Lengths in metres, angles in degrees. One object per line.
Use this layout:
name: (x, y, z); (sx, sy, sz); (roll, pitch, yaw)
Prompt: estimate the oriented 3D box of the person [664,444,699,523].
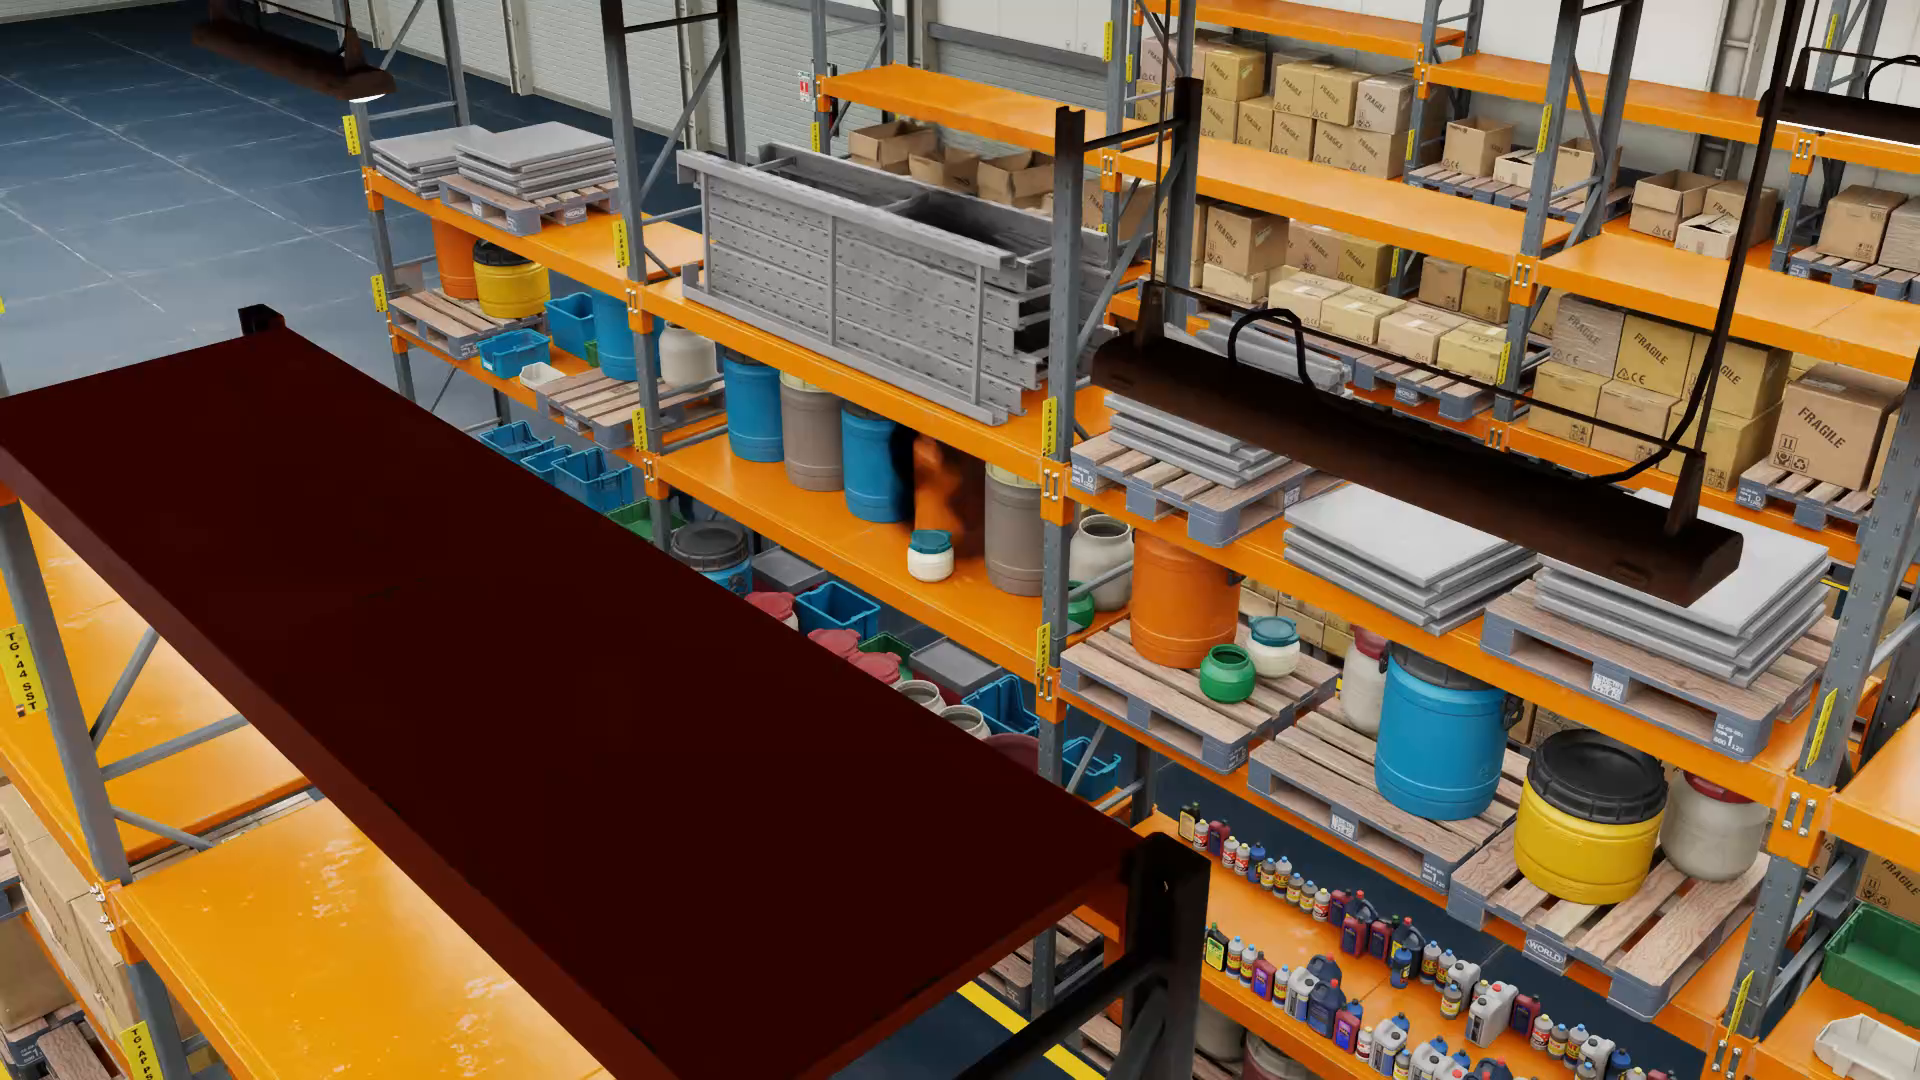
person: (-2.747, -0.525, 16.150); (0.666, 1.639, 0.514); (20, 34, 33)
